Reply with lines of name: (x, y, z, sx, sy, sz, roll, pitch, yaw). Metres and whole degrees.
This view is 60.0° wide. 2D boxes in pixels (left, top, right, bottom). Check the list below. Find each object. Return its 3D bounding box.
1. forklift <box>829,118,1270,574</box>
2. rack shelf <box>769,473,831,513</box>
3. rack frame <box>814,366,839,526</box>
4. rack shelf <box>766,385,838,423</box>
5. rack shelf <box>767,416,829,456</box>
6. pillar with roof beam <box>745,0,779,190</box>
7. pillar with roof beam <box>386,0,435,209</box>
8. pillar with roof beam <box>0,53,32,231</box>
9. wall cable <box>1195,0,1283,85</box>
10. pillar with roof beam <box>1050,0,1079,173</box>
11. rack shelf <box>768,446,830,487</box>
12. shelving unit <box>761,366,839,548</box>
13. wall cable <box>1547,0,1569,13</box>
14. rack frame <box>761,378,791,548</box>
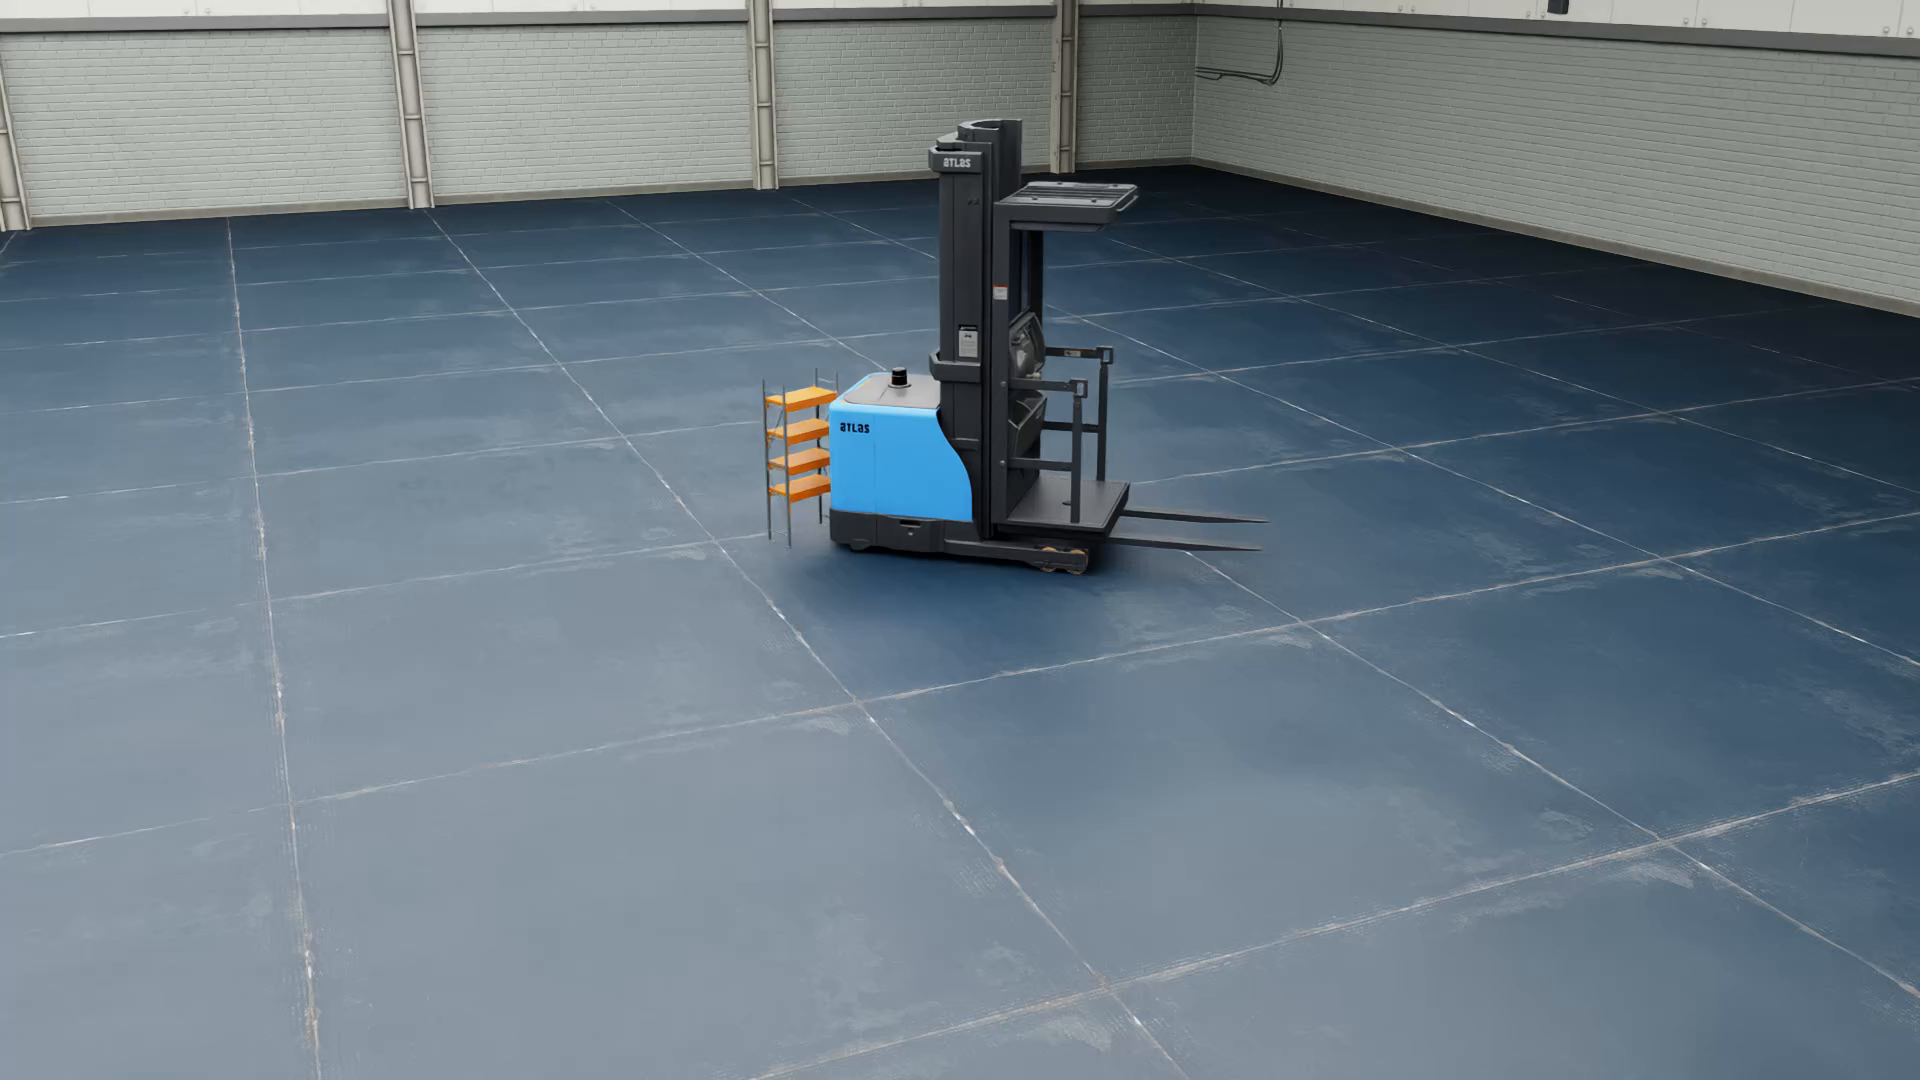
forklift: (0.649, -1.343, 11.424, 3.031, 2.935, 1.130, 5, 20, 14)
rack shelf: (-1.125, -0.343, 11.988, 0.258, 0.148, 0.480, 18, 26, 41)
rack frame: (-0.955, -0.652, 12.065, 0.240, 1.200, 0.015, 18, 26, 41)
rack shelf: (-1.126, -0.964, 11.769, 0.258, 0.148, 0.480, 18, 26, 41)
rack shelf: (-1.125, -0.741, 11.847, 0.258, 0.148, 0.480, 18, 26, 41)
pillar with roof beam: (-1.813, -9.303, 24.894, 0.400, 9.000, 9.100, -8, 21, -22)
pillar with roof beam: (-7.323, -8.514, 22.653, 0.400, 9.000, 9.100, -8, 21, -22)
pillar with roof beam: (-12.832, -7.725, 20.411, 0.400, 9.000, 9.100, -8, 21, -22)
wall cable: (5.219, -9.925, 31.336, 0.112, 2.526, 3.097, -8, 21, -22)
pillar with roof beam: (3.696, -10.092, 27.136, 0.400, 9.000, 9.100, -8, 21, -22)
rack shelf: (-1.125, -0.530, 11.922, 0.258, 0.148, 0.480, 18, 26, 41)
shelving unit: (-1.125, -0.593, 11.899, 0.258, 1.200, 0.503, 18, 26, 41)
wall cable: (8.965, -10.097, 22.027, 0.169, 6.003, 2.305, -8, 21, -22)
rack frame: (-1.295, -0.535, 11.734, 0.240, 1.200, 0.015, 18, 26, 41)
